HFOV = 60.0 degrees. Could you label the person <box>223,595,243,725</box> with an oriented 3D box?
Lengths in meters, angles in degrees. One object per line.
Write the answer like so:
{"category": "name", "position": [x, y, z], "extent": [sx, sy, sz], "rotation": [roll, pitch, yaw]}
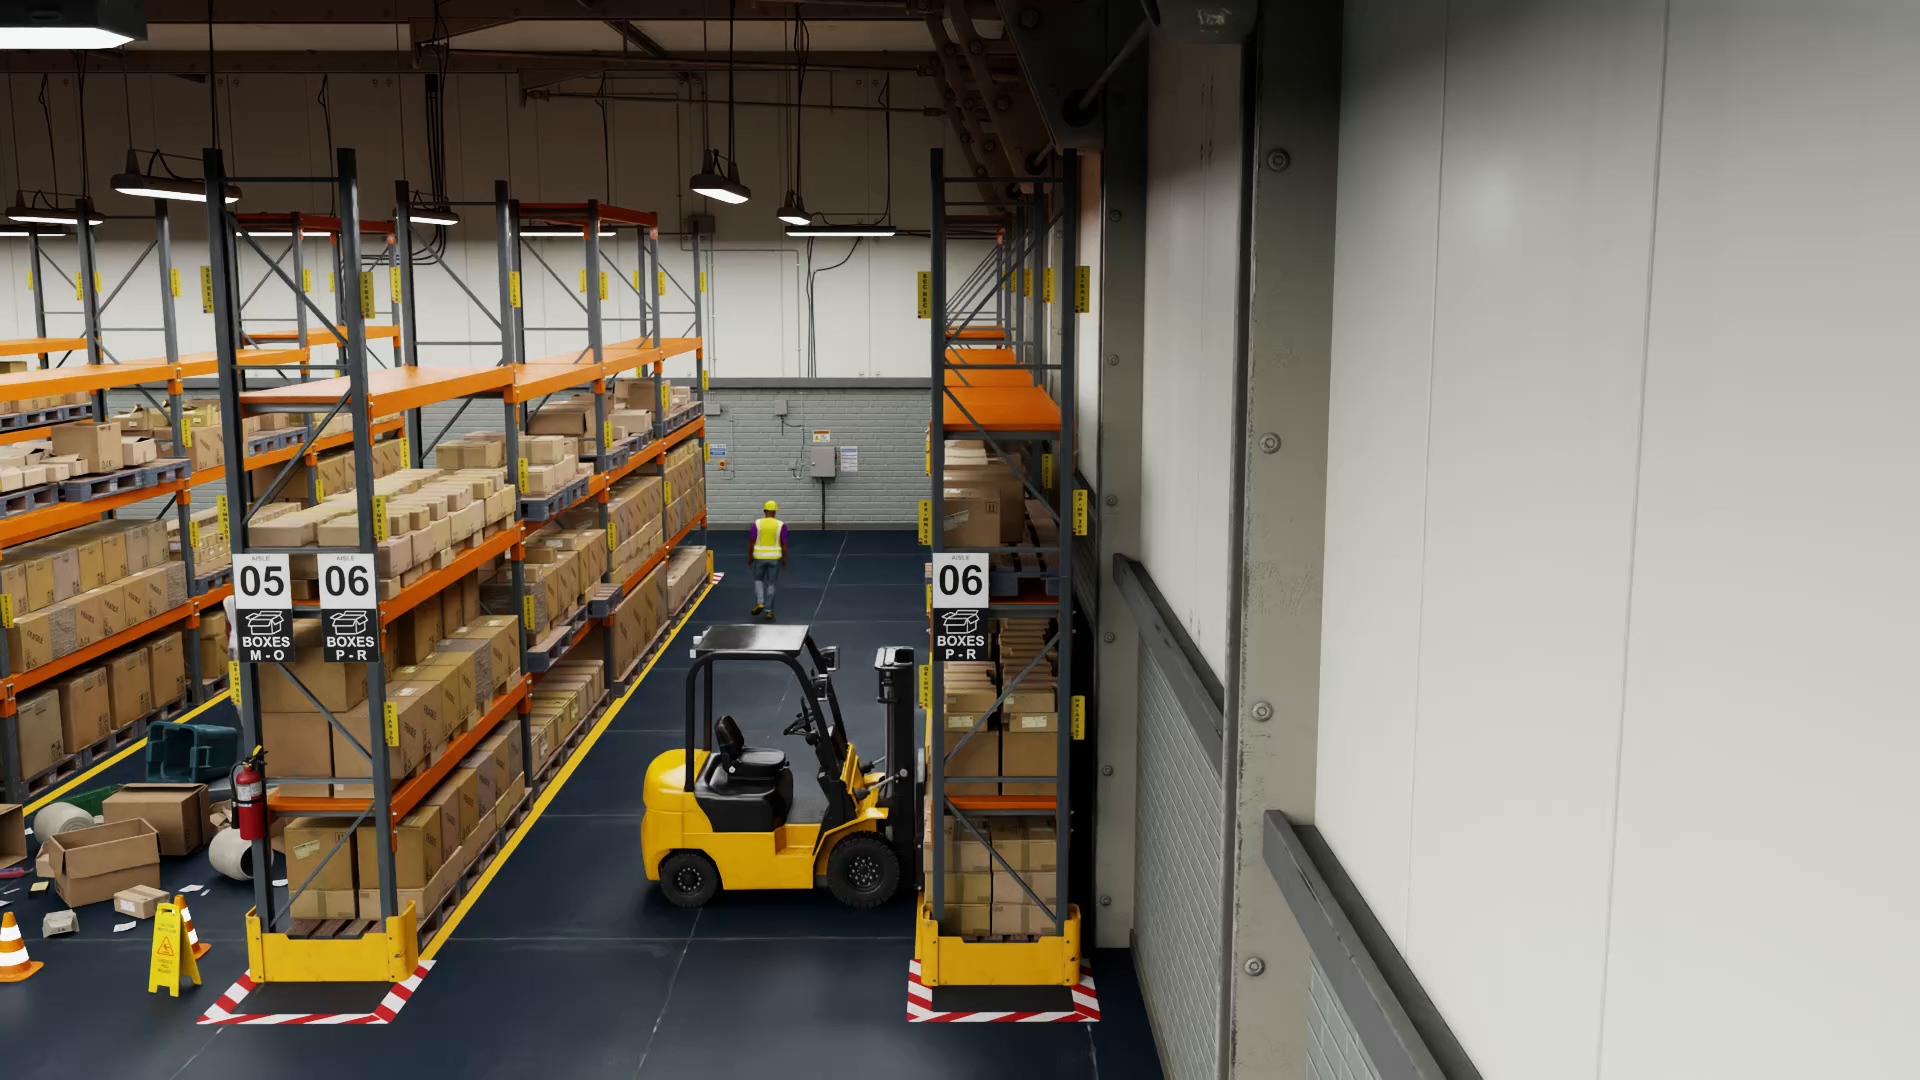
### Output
{"category": "person", "position": [-8.214, 1.238, 19.140], "extent": [0.594, 1.773, 0.540], "rotation": [2, 9, 11]}

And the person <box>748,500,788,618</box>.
{"category": "person", "position": [-2.895, 0.285, 25.077], "extent": [0.611, 1.761, 0.447], "rotation": [0, 9, -1]}
